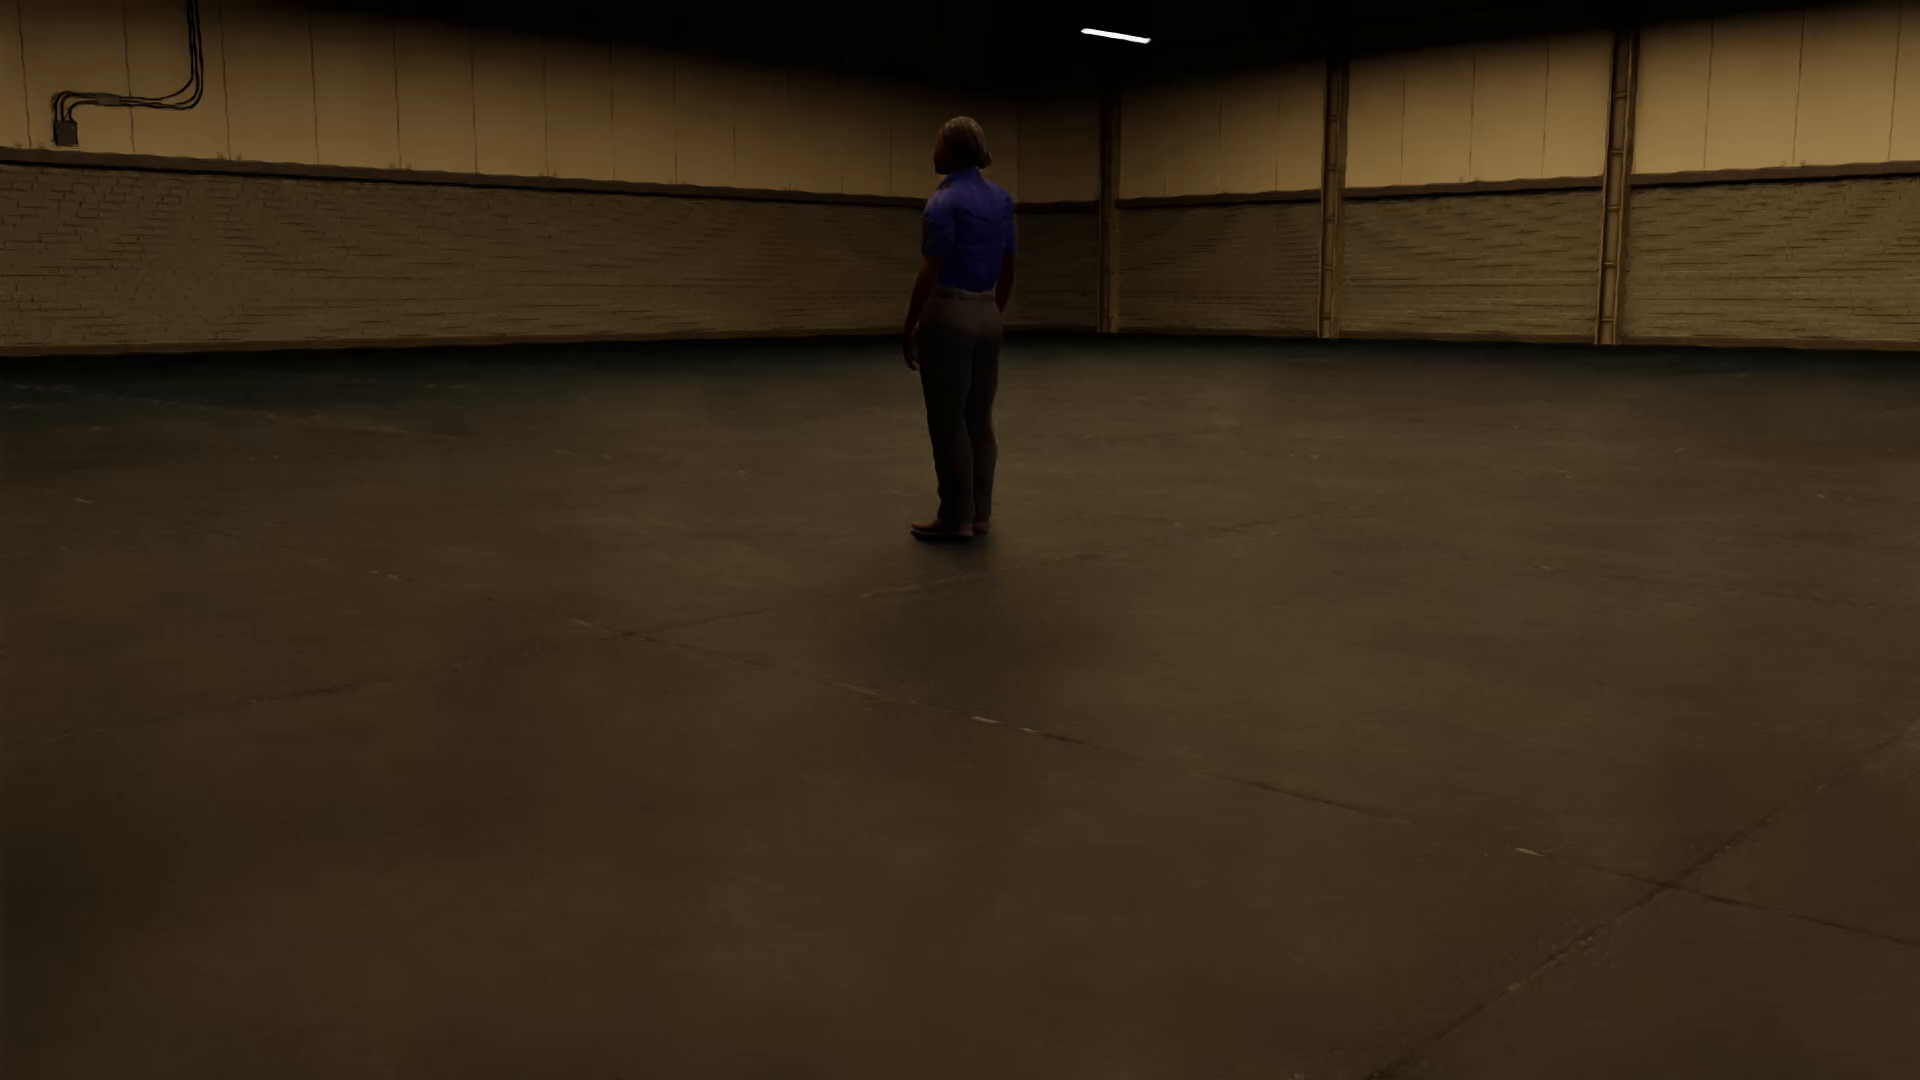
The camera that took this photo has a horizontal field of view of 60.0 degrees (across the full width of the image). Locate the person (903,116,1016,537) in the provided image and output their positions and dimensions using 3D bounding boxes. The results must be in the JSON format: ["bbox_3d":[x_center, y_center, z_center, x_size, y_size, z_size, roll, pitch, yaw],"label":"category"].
[{"bbox_3d":[-0.049,-0.830,6.668,0.503,1.642,0.570,8,12,43],"label":"person"}]
